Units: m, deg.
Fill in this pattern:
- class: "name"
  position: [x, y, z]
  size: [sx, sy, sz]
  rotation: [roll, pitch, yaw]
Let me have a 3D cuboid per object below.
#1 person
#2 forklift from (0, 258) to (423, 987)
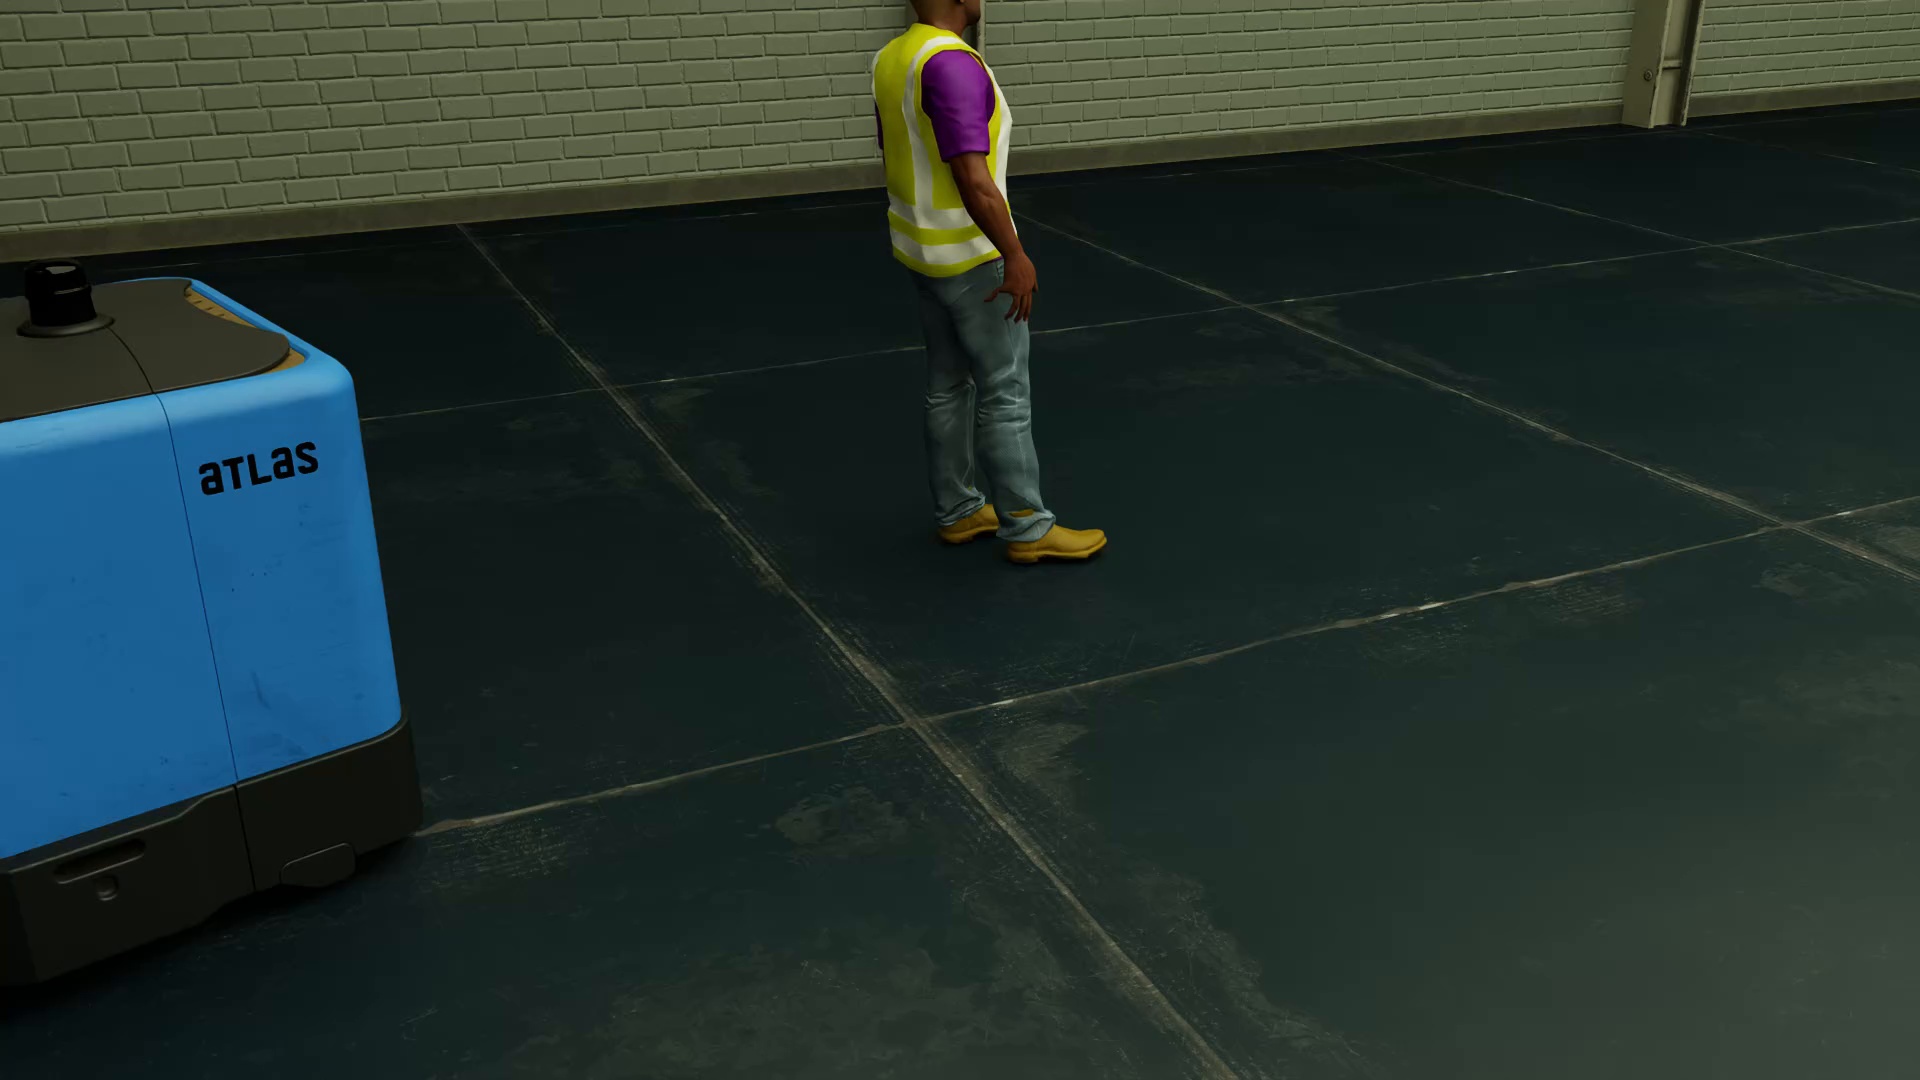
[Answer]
- class: "person"
  position: [0.066, -0.832, 4.789]
  size: [0.575, 1.768, 0.666]
  rotation: [-10, 25, -23]
- class: "forklift"
  position: [-2.586, -0.470, 2.417]
  size: [3.031, 2.935, 1.130]
  rotation: [-18, 28, -36]
